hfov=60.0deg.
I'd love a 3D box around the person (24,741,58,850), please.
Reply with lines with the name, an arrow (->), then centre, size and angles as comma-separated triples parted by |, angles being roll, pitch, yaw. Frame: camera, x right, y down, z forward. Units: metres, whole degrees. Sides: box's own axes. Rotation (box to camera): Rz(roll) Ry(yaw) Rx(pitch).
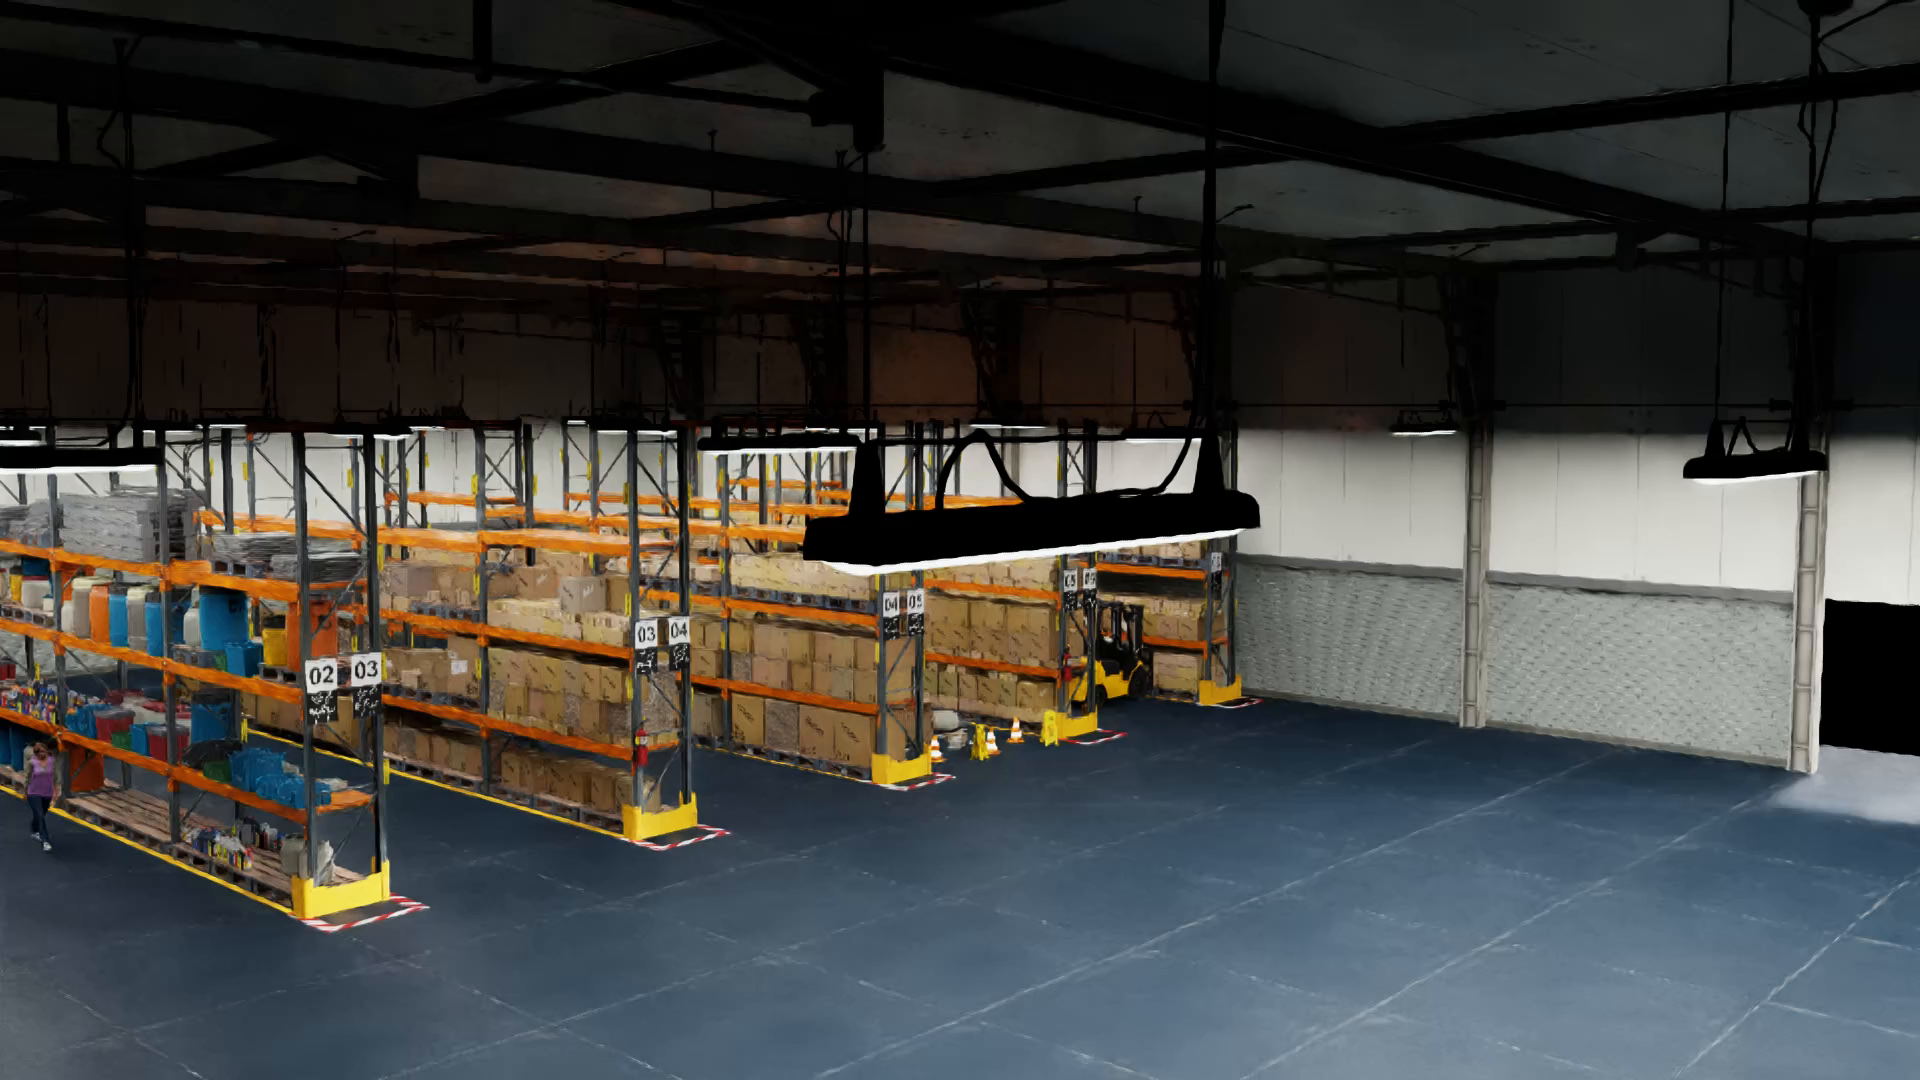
person -> -13.130, 3.614, 23.798 | 1.042, 1.517, 0.415 | 4, 6, 40
